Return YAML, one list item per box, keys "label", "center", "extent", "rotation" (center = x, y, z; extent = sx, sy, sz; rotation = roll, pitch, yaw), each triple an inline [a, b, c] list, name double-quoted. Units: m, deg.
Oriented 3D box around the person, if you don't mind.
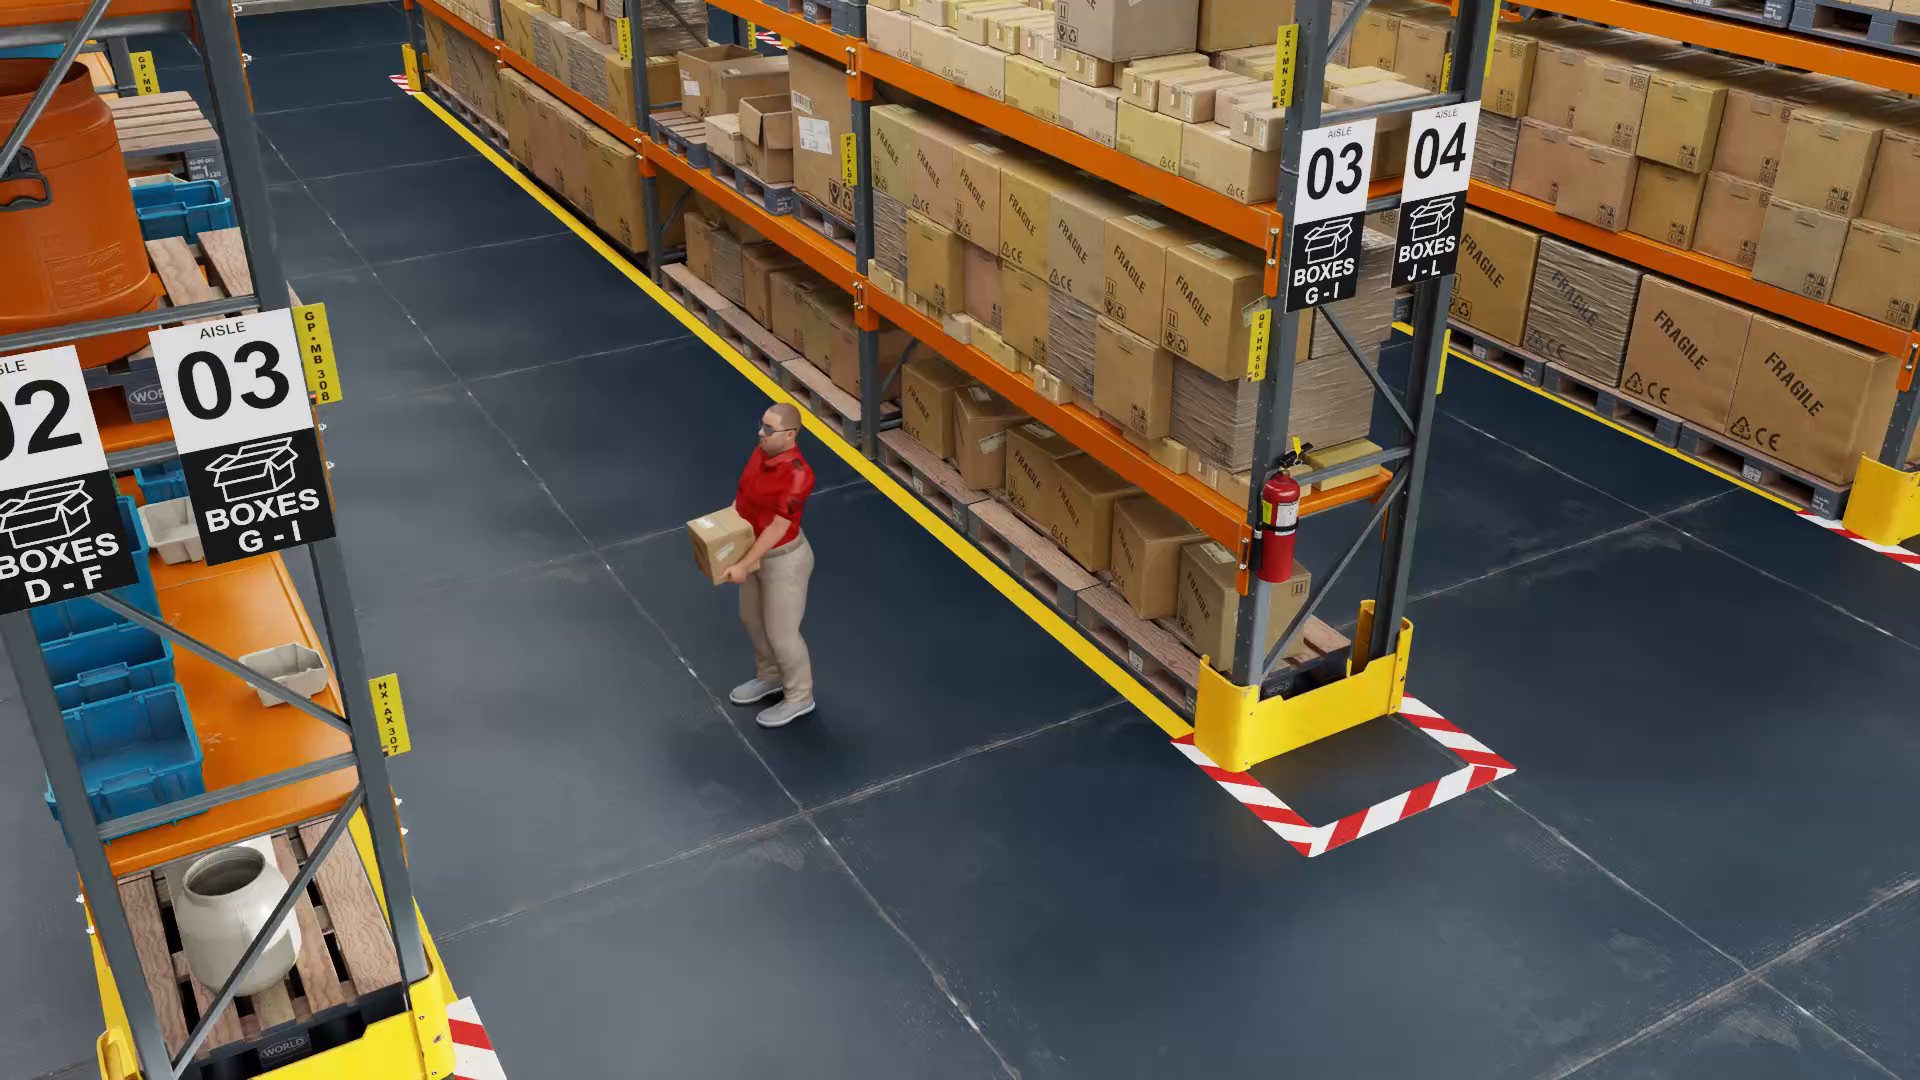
- label: "person"
  center: [-1.005, 0.131, 8.356]
  extent: [0.530, 1.712, 0.493]
  rotation: [-16, 32, -26]
